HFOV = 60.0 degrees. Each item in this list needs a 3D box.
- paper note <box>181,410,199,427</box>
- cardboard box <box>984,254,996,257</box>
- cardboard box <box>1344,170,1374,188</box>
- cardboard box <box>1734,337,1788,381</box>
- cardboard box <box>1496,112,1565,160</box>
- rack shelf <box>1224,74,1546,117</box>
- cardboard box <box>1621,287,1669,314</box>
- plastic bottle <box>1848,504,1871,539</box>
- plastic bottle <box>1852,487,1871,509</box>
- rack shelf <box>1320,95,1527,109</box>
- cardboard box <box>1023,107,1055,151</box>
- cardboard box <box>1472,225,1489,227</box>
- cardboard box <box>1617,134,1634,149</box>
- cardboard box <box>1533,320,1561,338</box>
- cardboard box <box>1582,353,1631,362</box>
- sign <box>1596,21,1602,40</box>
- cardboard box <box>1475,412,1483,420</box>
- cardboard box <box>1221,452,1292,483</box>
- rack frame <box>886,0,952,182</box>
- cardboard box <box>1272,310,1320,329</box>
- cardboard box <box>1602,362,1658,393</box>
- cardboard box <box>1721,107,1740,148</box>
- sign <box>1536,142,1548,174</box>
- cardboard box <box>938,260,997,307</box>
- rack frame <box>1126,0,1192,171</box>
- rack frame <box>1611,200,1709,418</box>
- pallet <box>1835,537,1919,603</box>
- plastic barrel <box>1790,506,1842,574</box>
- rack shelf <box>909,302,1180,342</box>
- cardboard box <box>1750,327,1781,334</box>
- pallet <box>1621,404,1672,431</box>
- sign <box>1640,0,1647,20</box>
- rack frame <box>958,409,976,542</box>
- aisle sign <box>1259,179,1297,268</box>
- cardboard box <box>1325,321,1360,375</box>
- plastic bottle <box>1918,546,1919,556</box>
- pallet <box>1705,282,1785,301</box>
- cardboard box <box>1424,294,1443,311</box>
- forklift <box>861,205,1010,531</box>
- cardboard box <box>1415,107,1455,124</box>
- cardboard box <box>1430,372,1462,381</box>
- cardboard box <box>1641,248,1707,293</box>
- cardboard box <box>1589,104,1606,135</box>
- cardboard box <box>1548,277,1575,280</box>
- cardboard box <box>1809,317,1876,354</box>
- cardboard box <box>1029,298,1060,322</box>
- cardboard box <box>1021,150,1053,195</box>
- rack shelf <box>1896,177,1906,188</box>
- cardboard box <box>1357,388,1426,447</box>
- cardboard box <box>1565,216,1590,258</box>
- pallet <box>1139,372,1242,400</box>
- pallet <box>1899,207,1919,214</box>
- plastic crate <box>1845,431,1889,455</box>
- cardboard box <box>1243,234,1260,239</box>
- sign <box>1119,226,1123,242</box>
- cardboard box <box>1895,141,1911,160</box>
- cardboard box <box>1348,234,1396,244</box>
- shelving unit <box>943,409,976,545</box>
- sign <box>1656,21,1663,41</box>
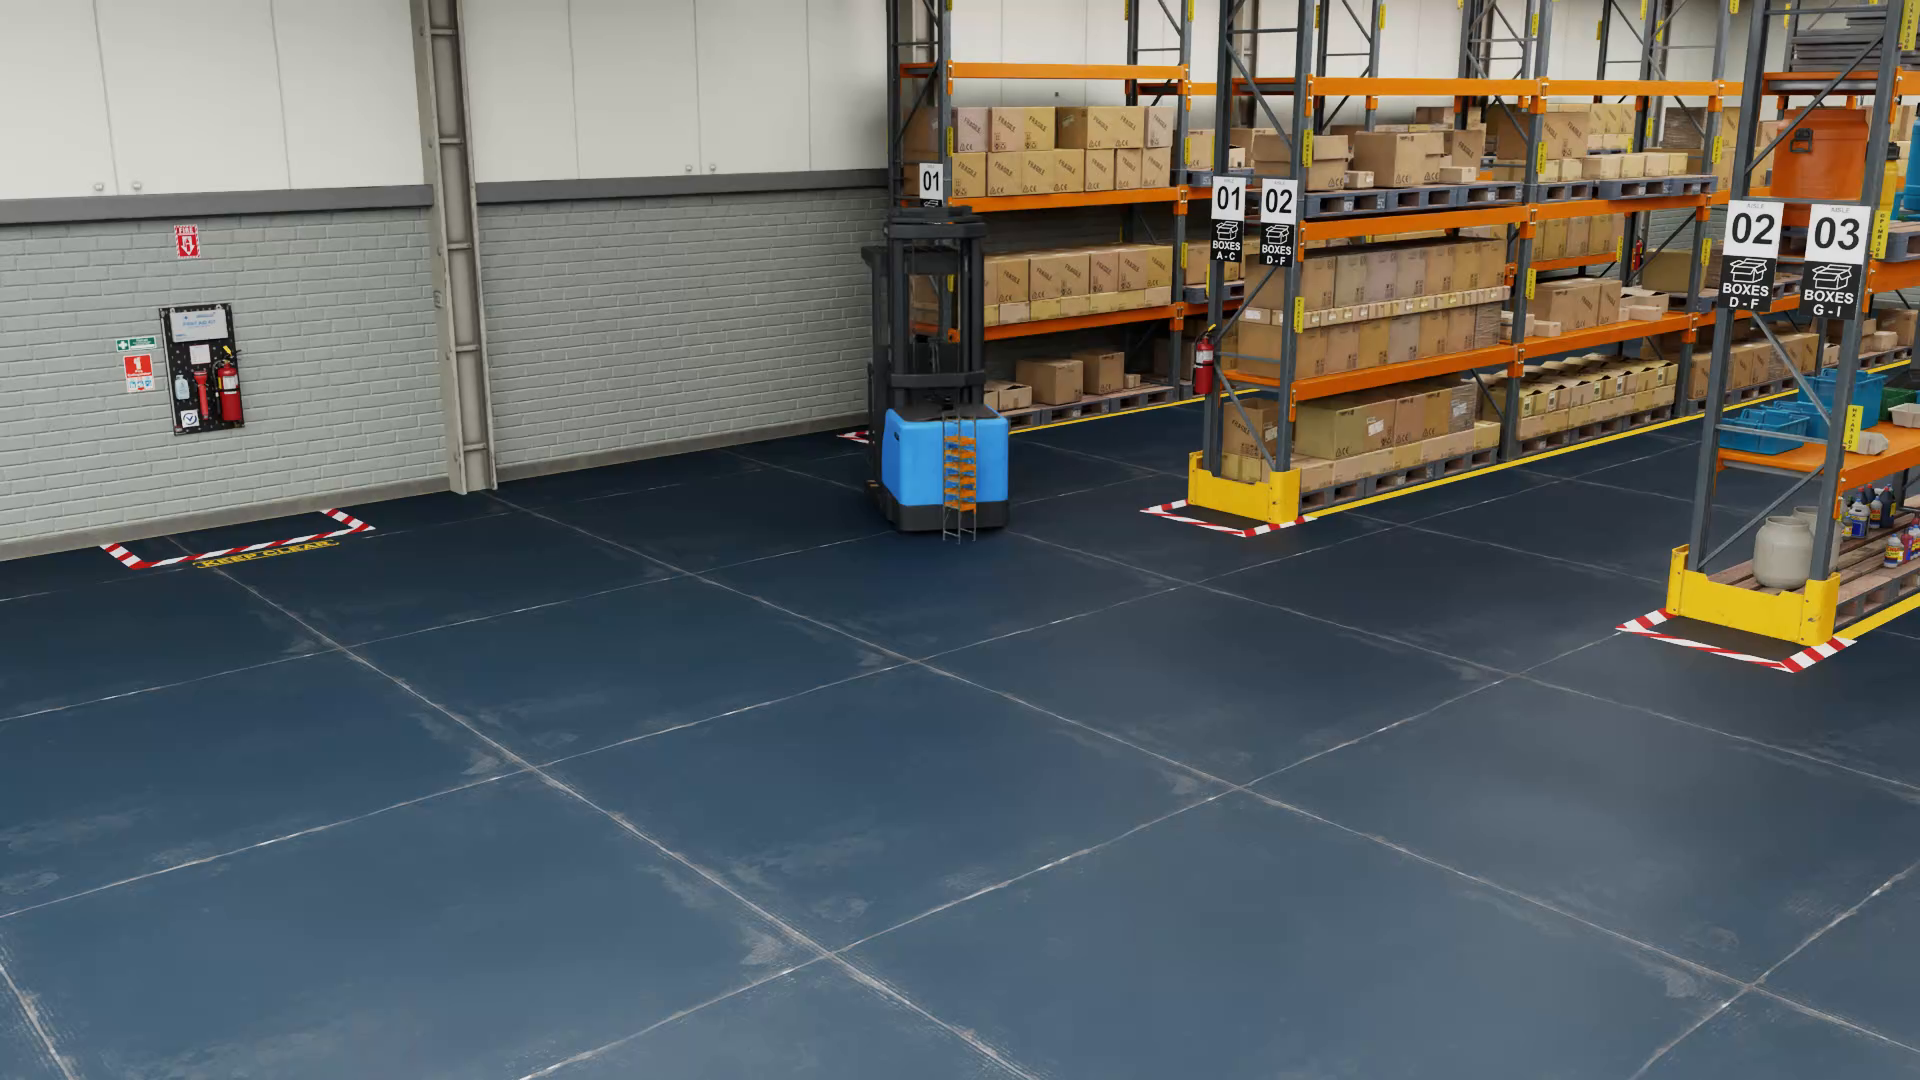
[{"bbox_3d":[-7.105,-1.122,15.344,0.142,0.148,0.016,-13,19,-39],"label":"paper note"},{"bbox_3d":[0.131,-3.209,20.248,0.500,0.500,0.500,-12,19,-39],"label":"cardboard box"},{"bbox_3d":[3.787,-3.504,16.145,0.250,0.149,0.380,-13,19,-39],"label":"cardboard box"},{"bbox_3d":[10.895,-2.472,22.684,0.500,0.500,0.500,-12,19,-39],"label":"cardboard box"},{"bbox_3d":[6.292,-4.457,18.335,0.500,0.500,0.500,-12,19,-39],"label":"cardboard box"},{"bbox_3d":[4.292,-4.437,16.593,4.000,0.370,1.077,-13,19,-39],"label":"rack shelf"},{"bbox_3d":[8.516,-3.000,20.841,0.500,0.311,0.500,-11,19,-36],"label":"cardboard box"},{"bbox_3d":[7.822,-0.166,14.482,0.135,0.276,0.152,-13,19,-39],"label":"plastic bottle"},{"bbox_3d":[8.026,-0.298,14.834,0.185,0.351,0.144,-14,20,-42],"label":"plastic bottle"},{"bbox_3d":[7.073,-6.756,25.275,4.000,0.370,1.077,-13,19,-39],"label":"rack shelf"},{"bbox_3d":[0.770,-4.877,19.712,0.500,0.500,0.500,-12,19,-38],"label":"cardboard box"},{"bbox_3d":[8.005,-5.088,26.222,0.500,0.250,0.500,-12,19,-38],"label":"cardboard box"},{"bbox_3d":[11.221,-6.867,28.617,0.500,0.250,0.500,-12,19,-38],"label":"cardboard box"},{"bbox_3d":[6.604,-2.407,18.936,0.250,0.149,0.380,-13,19,-39],"label":"cardboard box"},{"bbox_3d":[8.231,-2.210,21.138,0.500,0.311,0.500,-12,19,-38],"label":"cardboard box"},{"bbox_3d":[11.239,-8.950,29.203,0.005,0.325,0.100,-13,19,-39],"label":"sign"},{"bbox_3d":[5.924,-1.419,19.266,0.500,0.250,0.500,-13,20,-40],"label":"cardboard box"},{"bbox_3d":[2.994,-0.764,16.810,0.500,0.250,0.500,-13,19,-39],"label":"cardboard box"},{"bbox_3d":[-0.471,-5.603,18.788,0.127,3.000,1.000,-13,19,-39],"label":"rack frame"},{"bbox_3d":[3.221,-2.127,15.950,0.250,0.149,0.380,-13,20,-40],"label":"cardboard box"},{"bbox_3d":[8.197,-2.015,20.410,0.500,0.311,0.500,-13,20,-40],"label":"cardboard box"},{"bbox_3d":[9.537,-5.236,21.094,0.500,0.500,0.500,-13,19,-39],"label":"cardboard box"},{"bbox_3d":[6.167,-4.048,17.624,0.005,0.325,0.100,-13,19,-39],"label":"sign"},{"bbox_3d":[0.086,-3.026,19.566,0.500,0.500,0.500,-13,19,-39],"label":"cardboard box"},{"bbox_3d":[2.546,-6.280,21.325,0.127,3.000,1.000,-13,19,-39],"label":"rack frame"},{"bbox_3d":[8.819,-3.096,21.028,0.127,3.000,1.000,-13,19,-39],"label":"rack frame"},{"bbox_3d":[7.595,0.207,14.065,1.213,0.211,1.003,-13,19,-39],"label":"pallet"},{"bbox_3d":[6.857,0.012,13.400,0.421,0.512,0.421,0,15,0],"label":"plastic barrel"},{"bbox_3d":[1.038,-2.696,20.924,4.000,0.370,1.077,-13,19,-39],"label":"rack shelf"},{"bbox_3d":[11.311,-2.744,23.701,0.500,0.500,0.500,-14,20,-42],"label":"cardboard box"},{"bbox_3d":[8.172,-1.617,20.894,1.213,0.211,1.003,-13,19,-39],"label":"pallet"},{"bbox_3d":[8.455,-6.588,20.512,0.005,0.325,0.100,-13,19,-39],"label":"sign"},{"bbox_3d":[0.064,-0.584,15.112,0.006,1.200,0.240,-12,19,-39],"label":"rack frame"},{"bbox_3d":[2.935,-2.926,15.354,0.004,0.787,0.394,-13,19,-39],"label":"aisle sign"},{"bbox_3d":[3.537,-1.956,16.565,0.500,0.500,0.700,-12,19,-38],"label":"cardboard box"},{"bbox_3d":[8.013,0.025,13.912,0.097,0.201,0.097,0,15,0],"label":"plastic bottle"},{"bbox_3d":[10.283,-3.334,22.289,1.213,0.211,1.003,-13,19,-39],"label":"pallet"},{"bbox_3d":[4.778,-2.477,17.262,0.250,0.149,0.380,-12,19,-38],"label":"cardboard box"},{"bbox_3d":[-0.359,-1.831,16.425,1.130,2.935,3.031,-3,15,-12],"label":"forklift"},{"bbox_3d":[7.425,-6.590,25.796,0.500,0.250,0.500,-13,20,-41],"label":"cardboard box"},{"bbox_3d":[5.246,-1.637,18.629,0.500,0.500,0.500,-13,19,-39],"label":"cardboard box"},{"bbox_3d":[9.220,-3.476,21.442,0.700,0.500,0.500,8,17,28],"label":"cardboard box"},{"bbox_3d":[10.453,-7.055,27.868,0.500,0.500,0.500,-14,20,-42],"label":"cardboard box"},{"bbox_3d":[10.529,-4.517,29.122,0.250,0.149,0.380,-12,19,-39],"label":"cardboard box"},{"bbox_3d":[13.250,-3.099,25.025,0.637,0.503,0.797,-13,19,-39],"label":"cardboard box"},{"bbox_3d":[0.876,-2.838,20.316,0.500,0.250,0.500,-13,20,-40],"label":"cardboard box"},{"bbox_3d":[0.763,-4.392,19.836,0.500,0.500,0.500,-12,19,-37],"label":"cardboard box"},{"bbox_3d":[13.345,-5.214,24.539,4.000,0.370,1.077,-13,19,-39],"label":"rack shelf"},{"bbox_3d":[4.467,-1.279,17.285,0.500,0.500,0.500,-13,19,-39],"label":"cardboard box"},{"bbox_3d":[10.098,-5.219,28.394,0.700,0.700,0.980,-14,20,-42],"label":"cardboard box"},{"bbox_3d":[3.133,-2.167,22.954,1.213,0.211,1.003,-13,19,-39],"label":"pallet"},{"bbox_3d":[8.570,-2.670,13.987,1.003,0.211,1.213,-13,19,-39],"label":"pallet"},{"bbox_3d":[6.919,-0.737,12.709,0.250,0.136,0.298,-13,19,-39],"label":"plastic crate"},{"bbox_3d":[4.291,-4.024,23.455,0.500,0.500,0.700,-13,19,-39],"label":"cardboard box"},{"bbox_3d":[2.179,-4.049,22.352,0.005,0.325,0.100,-13,19,-39],"label":"sign"},{"bbox_3d":[13.504,-5.678,24.204,0.500,0.250,0.500,-13,19,-39],"label":"cardboard box"},{"bbox_3d":[6.098,-4.294,24.704,0.500,0.500,0.500,-12,19,-38],"label":"cardboard box"},{"bbox_3d":[-0.005,-0.569,15.055,0.189,1.200,0.258,-12,19,-39],"label":"shelving unit"},{"bbox_3d":[11.945,-8.695,28.400,0.005,0.325,0.100,-13,19,-39],"label":"sign"}]
